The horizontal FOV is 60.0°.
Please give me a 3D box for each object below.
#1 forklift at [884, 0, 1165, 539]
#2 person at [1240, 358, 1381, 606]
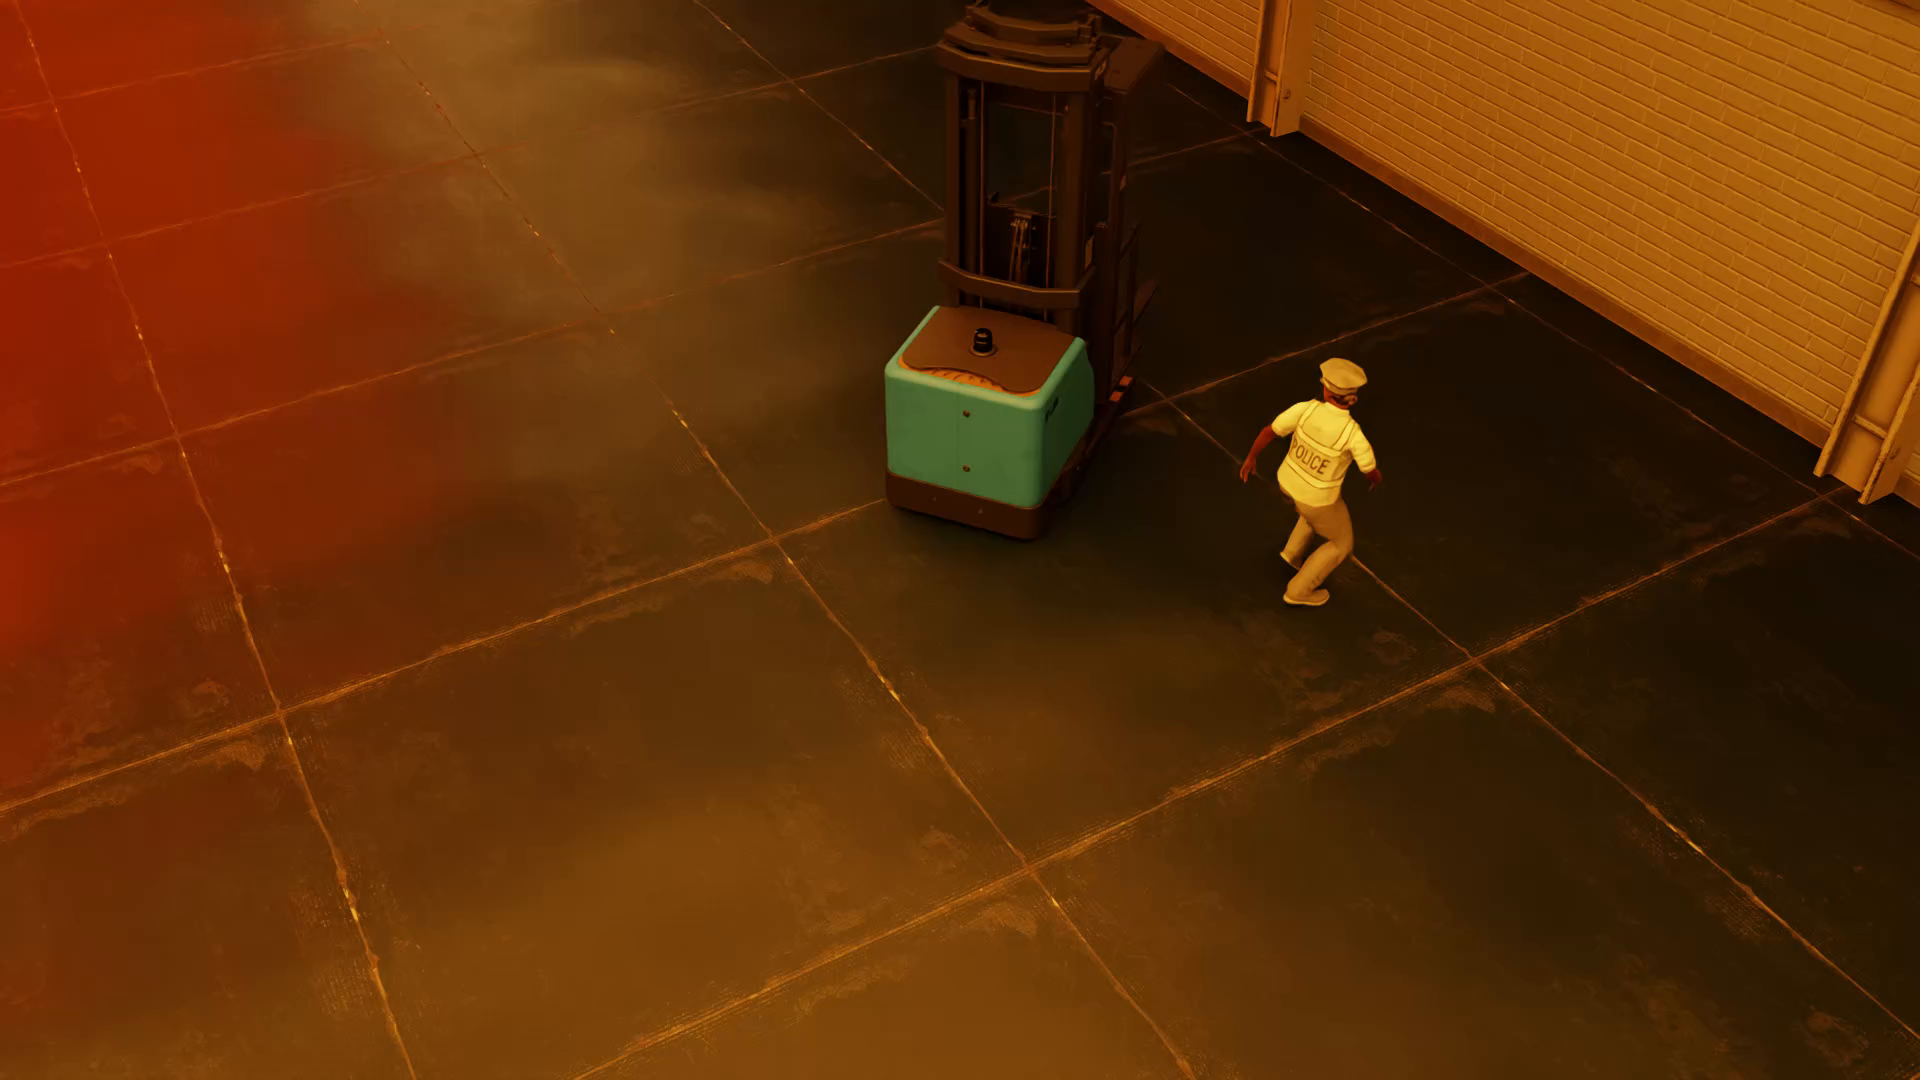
[{"bbox_3d":[0.572,-2.077,10.540,1.130,2.935,3.031,15,42,17],"label":"forklift"},{"bbox_3d":[2.044,-0.311,9.488,0.681,1.613,0.633,-19,43,-22],"label":"person"}]
